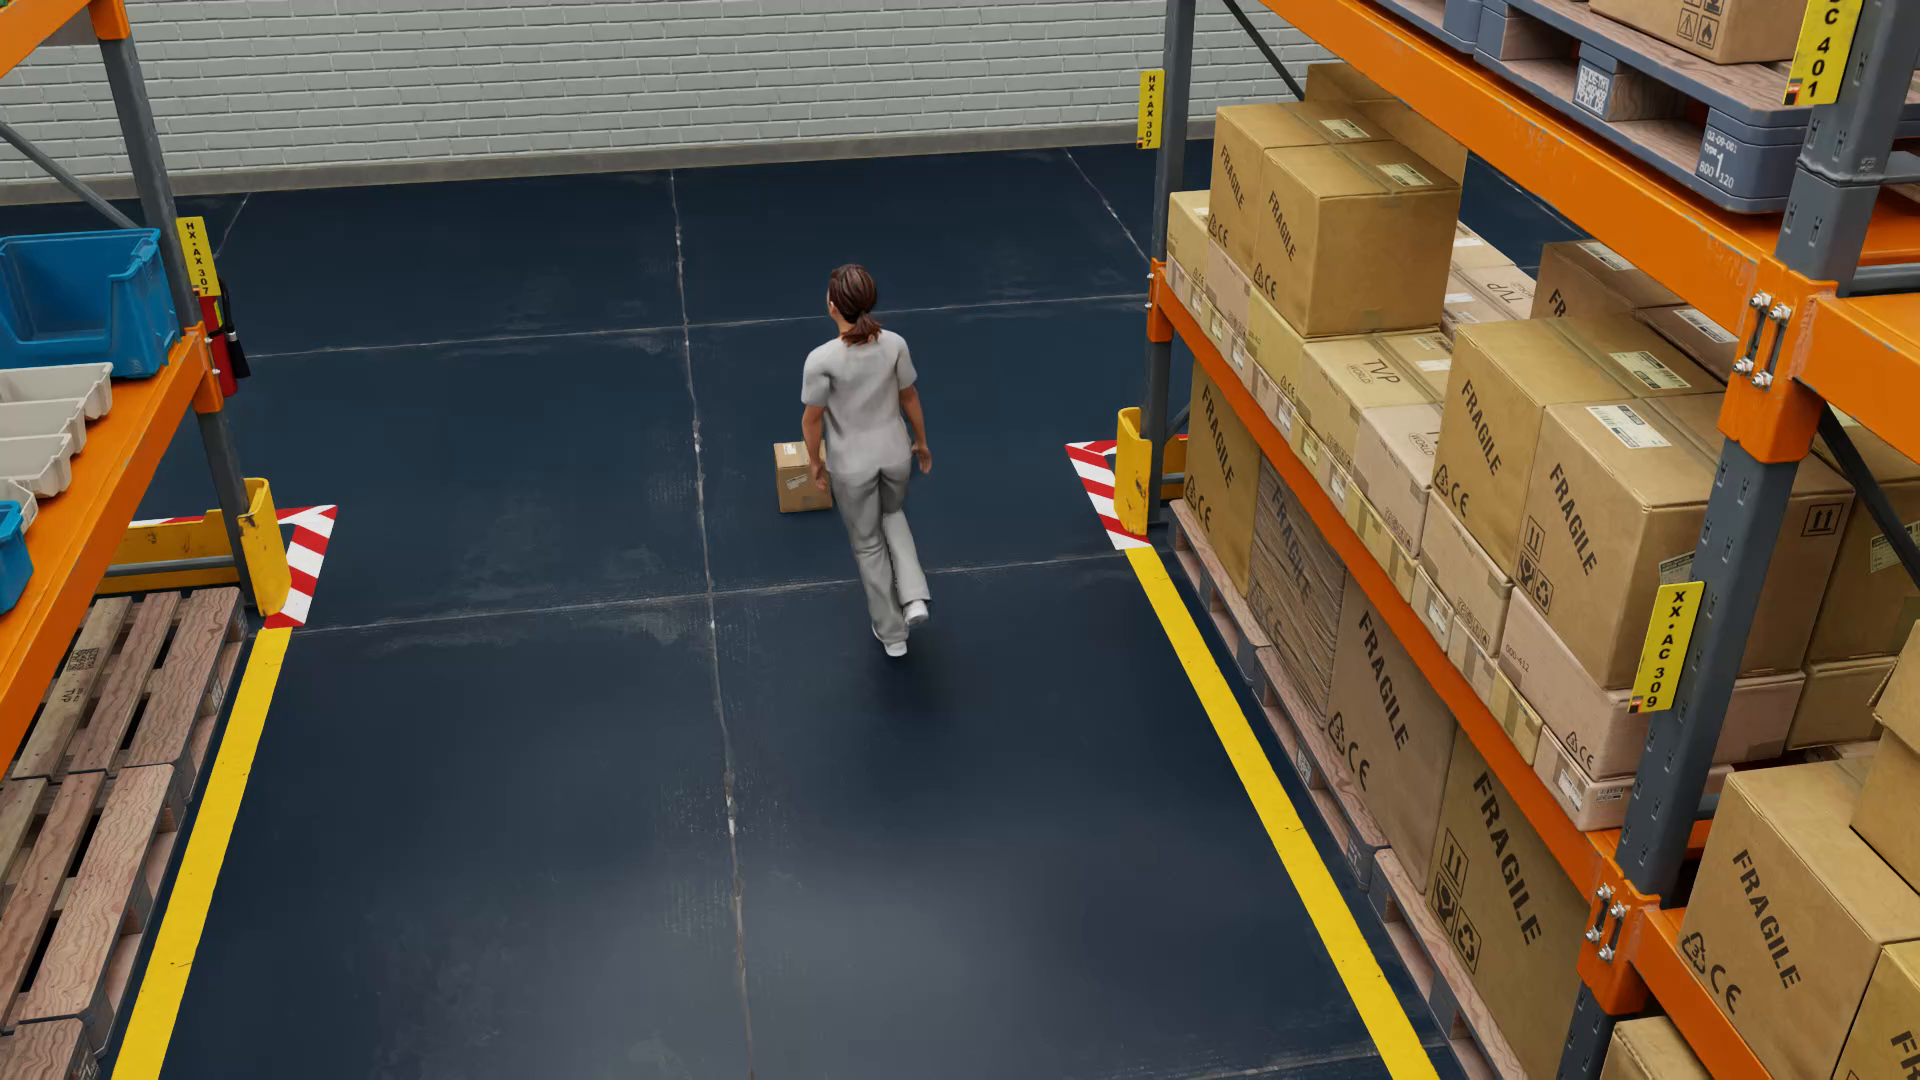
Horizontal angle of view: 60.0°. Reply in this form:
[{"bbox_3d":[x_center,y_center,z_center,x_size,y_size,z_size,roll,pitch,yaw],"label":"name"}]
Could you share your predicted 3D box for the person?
[{"bbox_3d":[-0.340,-0.291,6.594,0.547,1.659,0.480,-13,33,-21],"label":"person"}]
